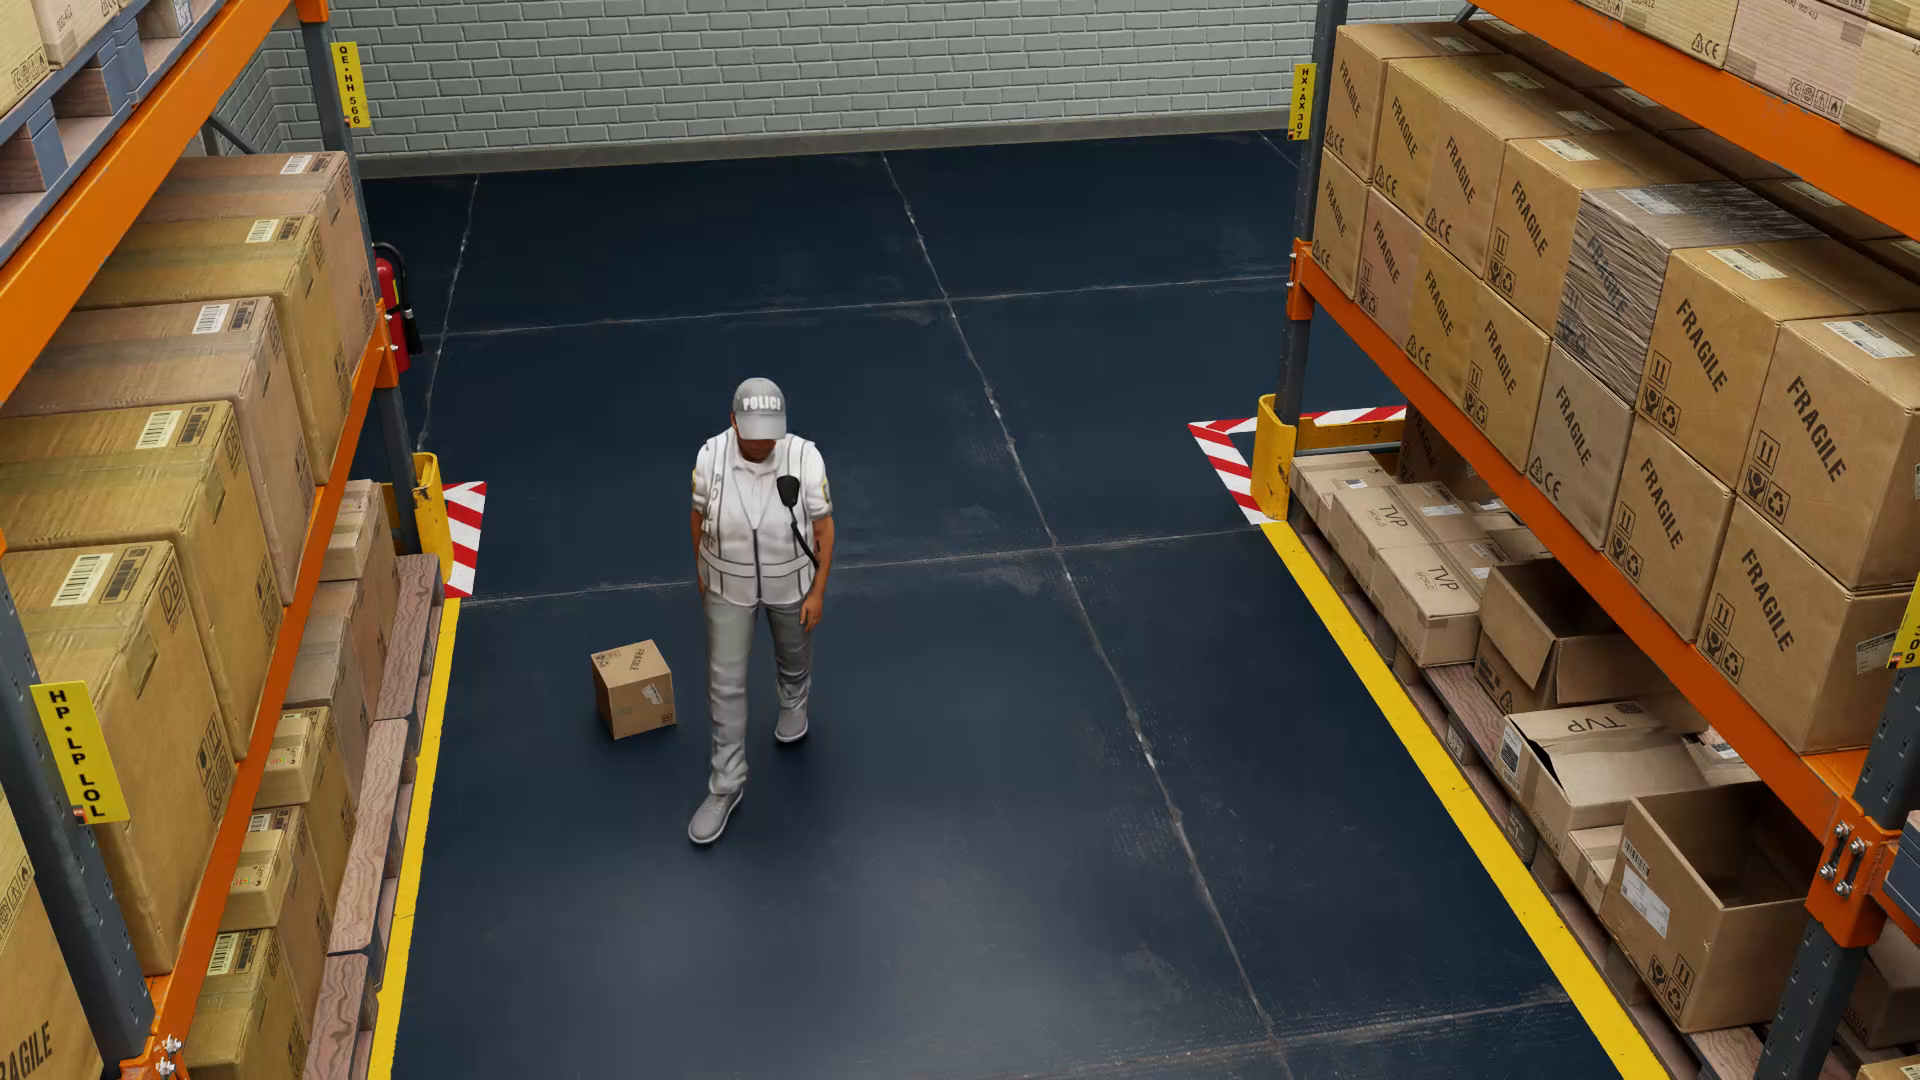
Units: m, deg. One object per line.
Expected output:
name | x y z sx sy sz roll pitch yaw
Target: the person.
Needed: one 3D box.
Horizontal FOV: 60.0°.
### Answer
person | -0.720 0.162 5.848 0.572 1.639 0.822 -3 31 -5
